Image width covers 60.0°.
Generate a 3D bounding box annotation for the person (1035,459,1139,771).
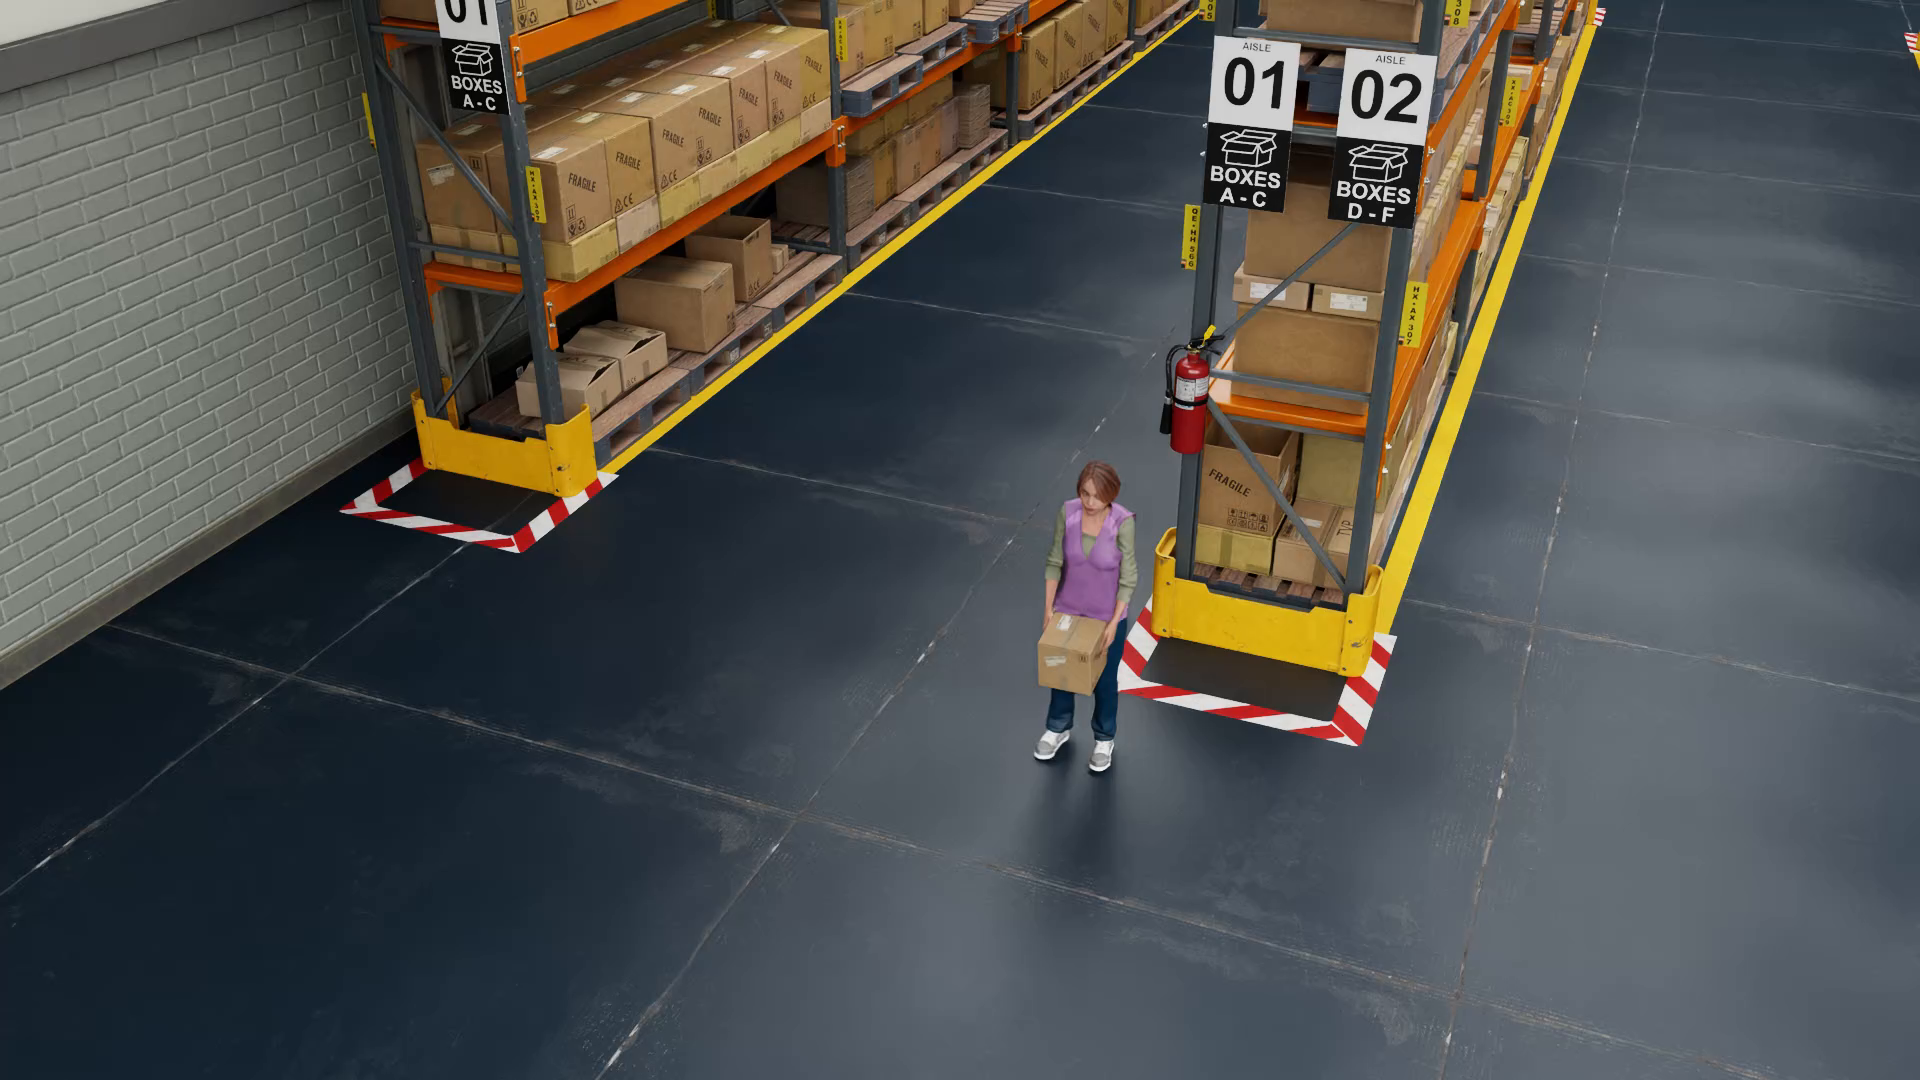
[{"bbox_3d":[0.598,0.355,7.772,0.444,1.602,0.384,11,32,18],"label":"person"}]
